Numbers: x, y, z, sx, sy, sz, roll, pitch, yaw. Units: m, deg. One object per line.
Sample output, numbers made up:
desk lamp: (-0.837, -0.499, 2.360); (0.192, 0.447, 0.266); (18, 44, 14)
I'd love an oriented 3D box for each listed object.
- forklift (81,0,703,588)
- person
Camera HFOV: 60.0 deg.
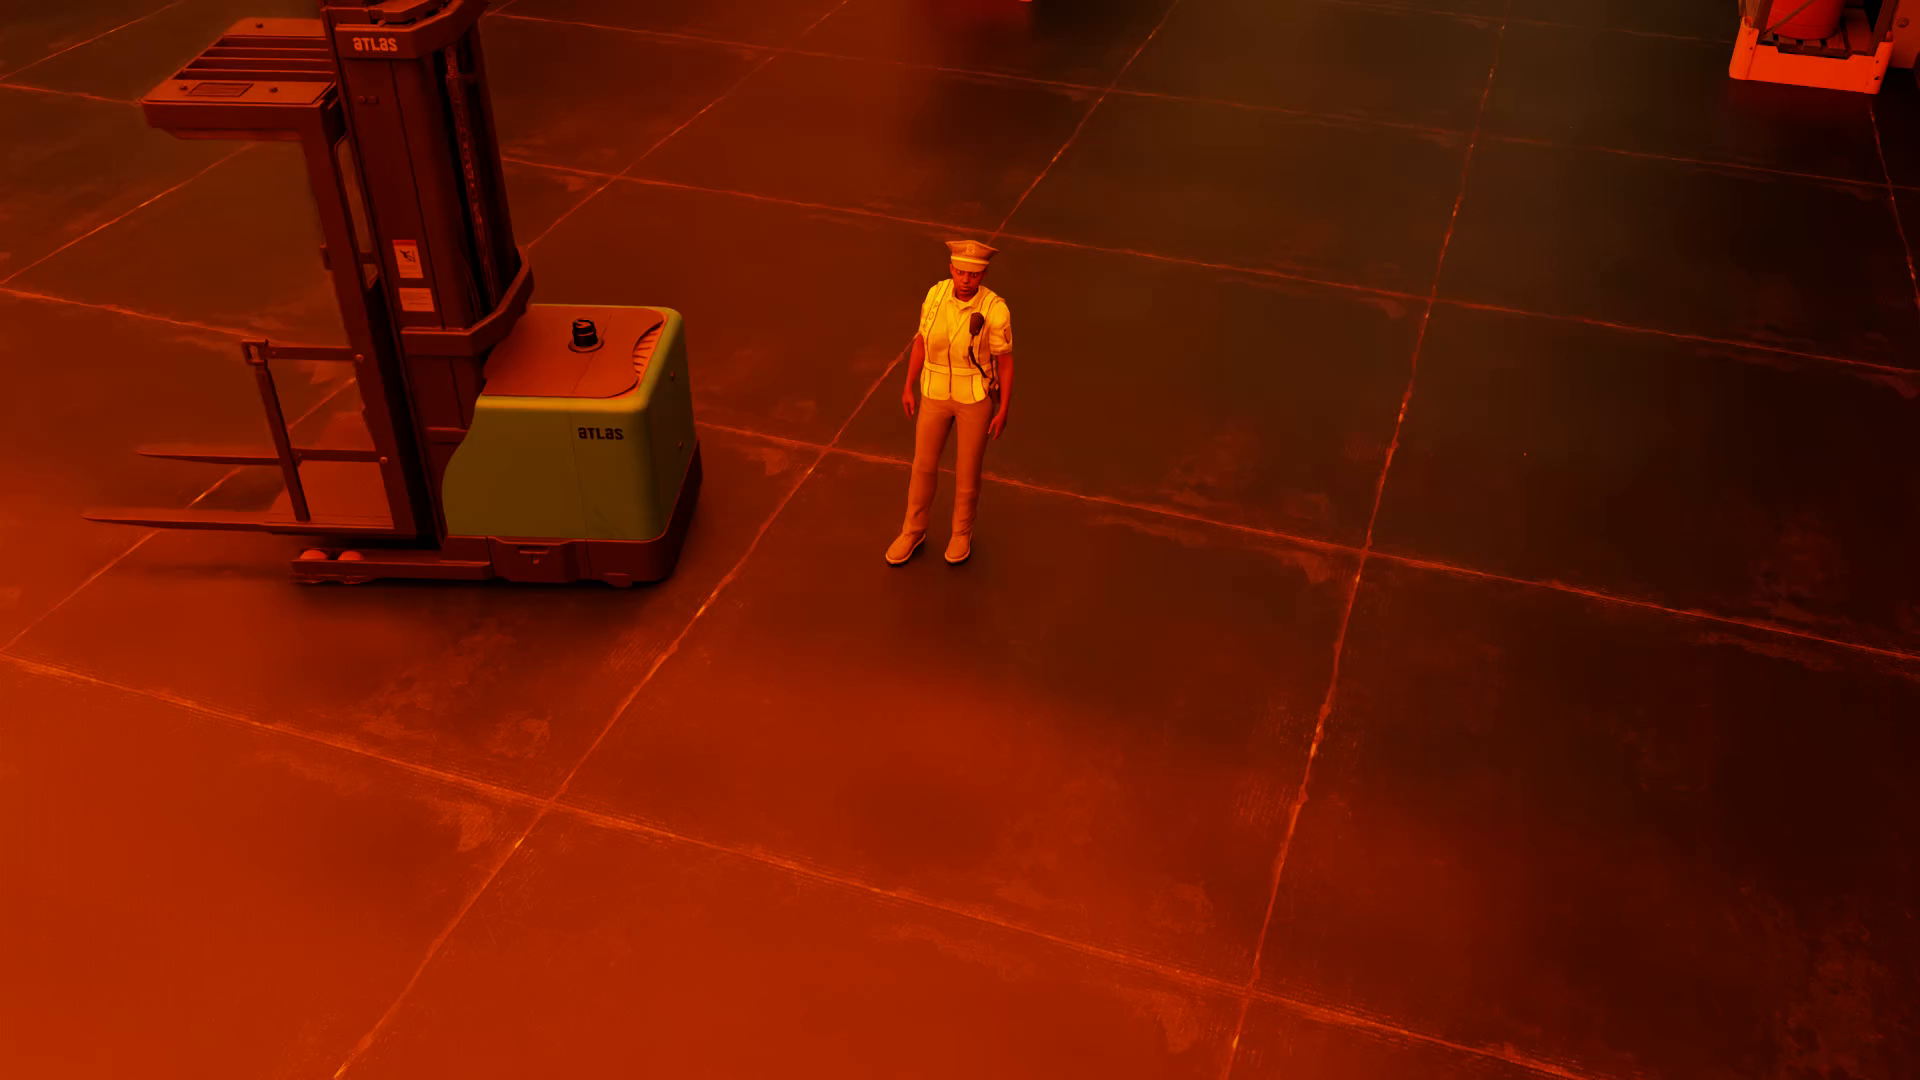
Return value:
forklift: (-2.929, -1.277, 7.912); (3.031, 2.935, 1.130); (2, 35, 2)
person: (-0.043, -0.660, 8.098); (0.570, 1.697, 0.528); (12, 37, 16)
